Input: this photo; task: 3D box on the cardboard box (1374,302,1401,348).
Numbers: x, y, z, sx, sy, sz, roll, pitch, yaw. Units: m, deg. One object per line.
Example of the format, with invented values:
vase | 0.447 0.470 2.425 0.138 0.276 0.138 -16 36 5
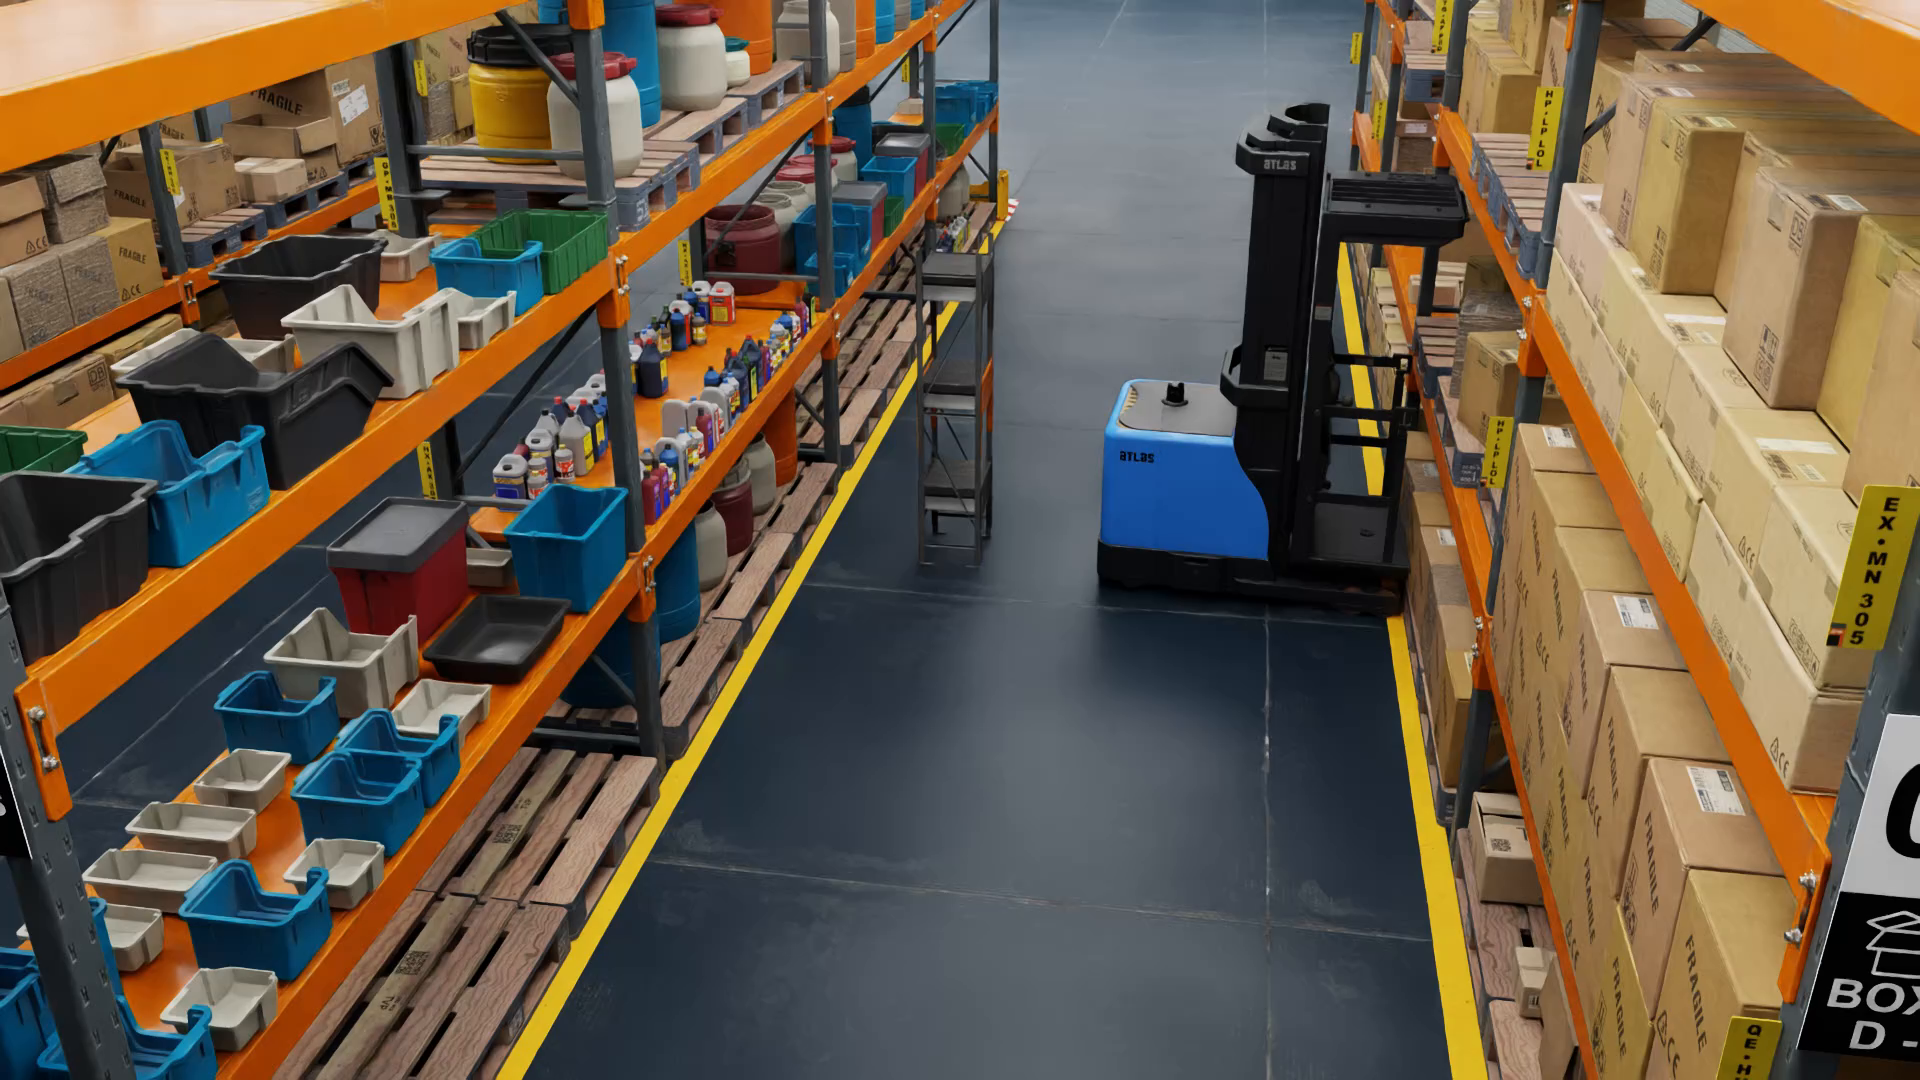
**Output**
cardboard box | 3.680 -1.778 13.596 0.500 0.311 0.500 3 25 7

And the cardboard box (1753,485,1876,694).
cardboard box | 2.035 0.109 3.527 0.500 0.250 0.500 4 25 9

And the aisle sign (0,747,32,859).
aisle sign | -2.402 0.387 3.818 0.394 0.787 0.004 4 25 9

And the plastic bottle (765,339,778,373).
plastic bottle | -1.192 -1.155 10.414 0.097 0.201 0.097 0 25 0

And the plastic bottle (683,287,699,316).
plastic bottle | -1.812 -1.568 11.214 0.097 0.271 0.097 0 25 0

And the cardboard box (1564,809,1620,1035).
cardboard box | 2.175 1.182 5.069 0.500 0.500 0.500 4 25 9

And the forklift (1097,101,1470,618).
forklift | 2.447 -1.096 10.135 3.031 2.935 1.130 5 26 11

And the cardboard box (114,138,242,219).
cardboard box | -6.221 -2.880 13.250 0.700 0.500 0.500 8 26 16

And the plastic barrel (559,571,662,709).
plastic barrel | -1.924 0.375 8.891 0.600 0.901 0.708 4 25 9

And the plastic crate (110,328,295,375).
plastic crate | -2.591 -0.607 5.780 0.437 0.136 0.530 4 25 9

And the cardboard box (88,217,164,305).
cardboard box | -6.099 -1.997 11.860 0.500 0.500 0.500 5 26 10

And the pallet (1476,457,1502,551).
pallet | 3.094 -0.054 8.053 1.003 0.211 1.213 4 25 9

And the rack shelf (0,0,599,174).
rack shelf | -2.357 -1.533 5.230 1.077 0.370 4.000 4 25 9

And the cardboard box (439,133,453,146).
cardboard box | -5.223 -3.907 16.355 0.380 0.149 0.250 4 25 9

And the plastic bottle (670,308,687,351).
plastic bottle | -1.827 -1.371 10.792 0.097 0.271 0.097 0 25 0

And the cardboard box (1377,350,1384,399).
cardboard box | 3.602 -1.310 13.259 0.500 0.250 0.500 5 25 10

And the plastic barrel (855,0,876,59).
plastic barrel | -0.921 -3.987 12.185 0.600 0.830 0.708 4 25 9

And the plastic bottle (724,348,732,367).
plastic bottle | -1.381 -1.035 10.060 0.061 0.283 0.133 4 25 9

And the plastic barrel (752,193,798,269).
plastic barrel | -1.419 -2.328 12.552 0.421 0.512 0.421 0 25 0

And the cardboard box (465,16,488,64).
cardboard box | -5.122 -5.070 16.894 0.500 0.500 0.500 4 25 9

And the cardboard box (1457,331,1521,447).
cardboard box | 3.084 -0.793 8.792 0.700 0.500 0.500 -2 25 -5

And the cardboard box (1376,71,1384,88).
cardboard box | 4.374 -4.591 16.637 0.380 0.149 0.250 3 25 7

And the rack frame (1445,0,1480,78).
rack frame | 3.510 -4.204 9.617 1.000 3.000 0.127 4 25 9

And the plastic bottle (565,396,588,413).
plastic bottle | -2.142 -0.654 9.255 0.152 0.276 0.135 4 25 9

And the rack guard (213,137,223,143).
rack guard | -9.828 -4.785 20.882 1.175 0.500 0.348 4 25 9

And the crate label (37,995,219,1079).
crate label | -2.319 1.482 4.672 0.416 0.233 0.303 4 25 9

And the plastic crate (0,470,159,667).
plastic crate | -2.346 0.073 4.172 0.497 0.269 0.590 4 25 9

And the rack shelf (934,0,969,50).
rack shelf | -0.396 -5.374 16.503 1.077 0.370 4.000 4 25 9

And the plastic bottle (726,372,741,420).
plastic bottle | -1.327 -0.839 9.657 0.097 0.271 0.097 0 25 0

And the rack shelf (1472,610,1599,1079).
rack shelf | 2.529 1.348 5.680 1.077 0.370 4.000 4 25 9

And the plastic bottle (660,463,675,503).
plastic bottle | -1.527 -0.298 8.583 0.097 0.201 0.097 0 25 0

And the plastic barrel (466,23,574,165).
plastic barrel | -2.081 -2.189 8.132 0.600 0.588 0.600 0 25 0

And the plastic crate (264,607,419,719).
plastic crate | -2.461 0.493 6.727 0.437 0.282 0.530 4 25 9

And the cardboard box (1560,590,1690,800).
cardboard box | 2.250 0.512 5.320 0.500 0.500 0.500 5 26 10

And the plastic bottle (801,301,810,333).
plastic bottle | -1.058 -1.496 11.143 0.097 0.201 0.097 0 25 0

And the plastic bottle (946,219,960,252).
plastic bottle | -0.081 -3.070 16.876 0.144 0.351 0.185 4 25 8

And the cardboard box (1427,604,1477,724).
cardboard box | 2.743 0.686 8.675 0.500 0.500 0.500 4 25 9

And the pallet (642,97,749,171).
pallet | -1.816 -2.241 9.184 1.003 0.211 1.213 4 25 9

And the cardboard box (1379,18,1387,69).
cardboard box | 4.639 -5.029 16.808 0.700 0.500 0.500 3 25 7

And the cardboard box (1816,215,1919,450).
cardboard box | 2.435 -0.417 3.767 0.700 0.500 0.500 4 25 9

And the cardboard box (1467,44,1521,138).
cardboard box | 3.388 -2.493 9.381 0.910 0.500 0.500 4 25 9

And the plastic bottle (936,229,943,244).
plastic bottle | -0.231 -3.036 16.891 0.152 0.276 0.135 4 25 9

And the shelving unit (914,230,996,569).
shelving unit | -0.027 -0.882 10.657 0.431 2.100 0.503 4 25 9

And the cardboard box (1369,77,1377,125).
cardboard box | 4.728 -4.684 17.601 0.700 0.500 0.500 4 25 9

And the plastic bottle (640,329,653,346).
plastic bottle | -1.963 -1.182 10.389 0.097 0.271 0.097 0 25 0

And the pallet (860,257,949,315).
pallet | -0.572 -2.520 16.385 1.003 0.211 1.213 4 25 9

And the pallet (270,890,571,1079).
pallet | -2.309 1.926 6.886 1.003 0.211 1.213 4 25 9

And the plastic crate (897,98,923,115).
plastic crate | -0.533 -4.706 18.077 0.298 0.136 0.250 4 25 9

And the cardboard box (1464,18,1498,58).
cardboard box | 3.528 -3.162 10.609 0.500 0.250 0.500 2 25 5

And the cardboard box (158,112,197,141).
cardboard box | -9.878 -4.847 20.077 0.875 0.875 0.875 4 25 9

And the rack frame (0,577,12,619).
rack frame | -2.684 -1.203 3.205 1.000 3.000 0.127 4 25 9

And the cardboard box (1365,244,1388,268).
cardboard box | 4.117 -2.862 15.690 0.500 0.500 0.500 4 25 9

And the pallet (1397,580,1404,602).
pallet | 3.351 0.085 10.819 1.003 0.211 1.213 4 25 9
